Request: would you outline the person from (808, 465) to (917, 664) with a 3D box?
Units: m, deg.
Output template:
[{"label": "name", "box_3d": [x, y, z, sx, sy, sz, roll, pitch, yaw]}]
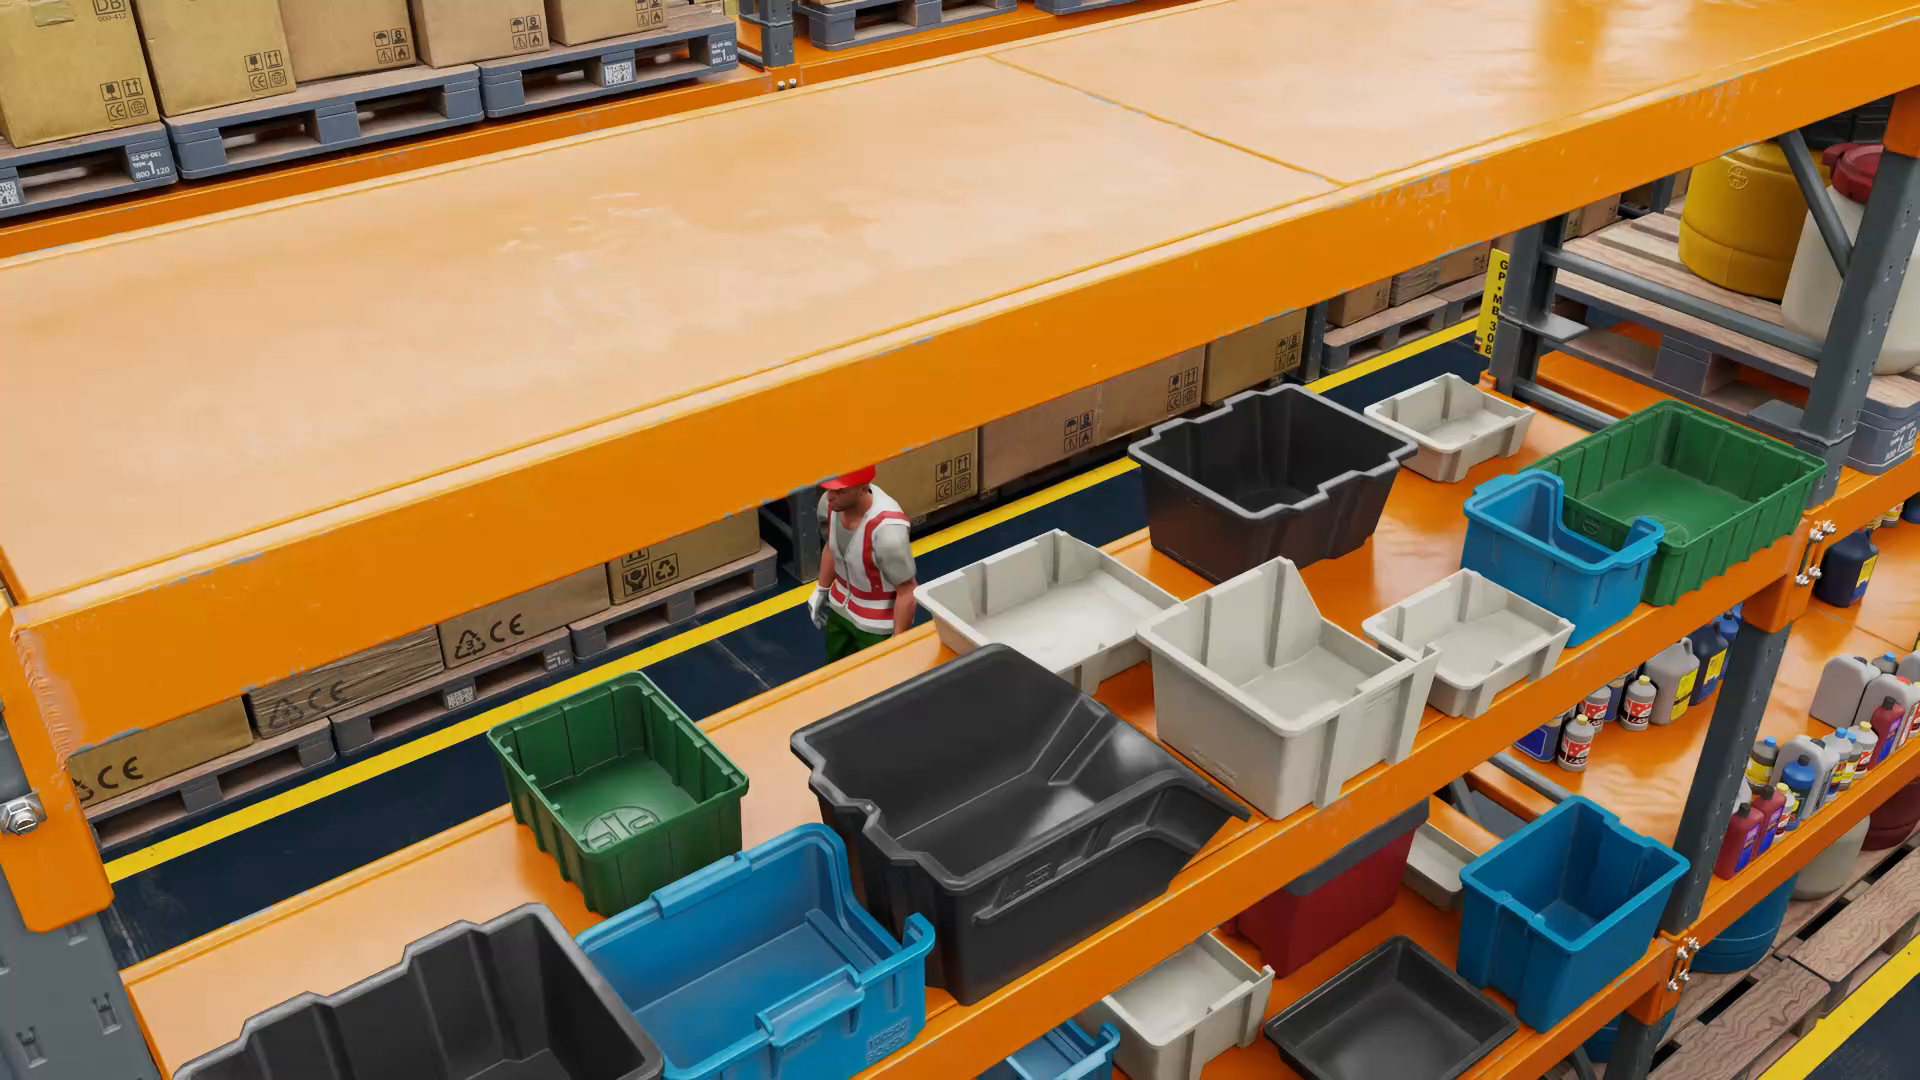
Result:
[{"label": "person", "box_3d": [-0.426, 0.347, 7.225, 0.446, 1.781, 0.623, -24, 39, -33]}]
